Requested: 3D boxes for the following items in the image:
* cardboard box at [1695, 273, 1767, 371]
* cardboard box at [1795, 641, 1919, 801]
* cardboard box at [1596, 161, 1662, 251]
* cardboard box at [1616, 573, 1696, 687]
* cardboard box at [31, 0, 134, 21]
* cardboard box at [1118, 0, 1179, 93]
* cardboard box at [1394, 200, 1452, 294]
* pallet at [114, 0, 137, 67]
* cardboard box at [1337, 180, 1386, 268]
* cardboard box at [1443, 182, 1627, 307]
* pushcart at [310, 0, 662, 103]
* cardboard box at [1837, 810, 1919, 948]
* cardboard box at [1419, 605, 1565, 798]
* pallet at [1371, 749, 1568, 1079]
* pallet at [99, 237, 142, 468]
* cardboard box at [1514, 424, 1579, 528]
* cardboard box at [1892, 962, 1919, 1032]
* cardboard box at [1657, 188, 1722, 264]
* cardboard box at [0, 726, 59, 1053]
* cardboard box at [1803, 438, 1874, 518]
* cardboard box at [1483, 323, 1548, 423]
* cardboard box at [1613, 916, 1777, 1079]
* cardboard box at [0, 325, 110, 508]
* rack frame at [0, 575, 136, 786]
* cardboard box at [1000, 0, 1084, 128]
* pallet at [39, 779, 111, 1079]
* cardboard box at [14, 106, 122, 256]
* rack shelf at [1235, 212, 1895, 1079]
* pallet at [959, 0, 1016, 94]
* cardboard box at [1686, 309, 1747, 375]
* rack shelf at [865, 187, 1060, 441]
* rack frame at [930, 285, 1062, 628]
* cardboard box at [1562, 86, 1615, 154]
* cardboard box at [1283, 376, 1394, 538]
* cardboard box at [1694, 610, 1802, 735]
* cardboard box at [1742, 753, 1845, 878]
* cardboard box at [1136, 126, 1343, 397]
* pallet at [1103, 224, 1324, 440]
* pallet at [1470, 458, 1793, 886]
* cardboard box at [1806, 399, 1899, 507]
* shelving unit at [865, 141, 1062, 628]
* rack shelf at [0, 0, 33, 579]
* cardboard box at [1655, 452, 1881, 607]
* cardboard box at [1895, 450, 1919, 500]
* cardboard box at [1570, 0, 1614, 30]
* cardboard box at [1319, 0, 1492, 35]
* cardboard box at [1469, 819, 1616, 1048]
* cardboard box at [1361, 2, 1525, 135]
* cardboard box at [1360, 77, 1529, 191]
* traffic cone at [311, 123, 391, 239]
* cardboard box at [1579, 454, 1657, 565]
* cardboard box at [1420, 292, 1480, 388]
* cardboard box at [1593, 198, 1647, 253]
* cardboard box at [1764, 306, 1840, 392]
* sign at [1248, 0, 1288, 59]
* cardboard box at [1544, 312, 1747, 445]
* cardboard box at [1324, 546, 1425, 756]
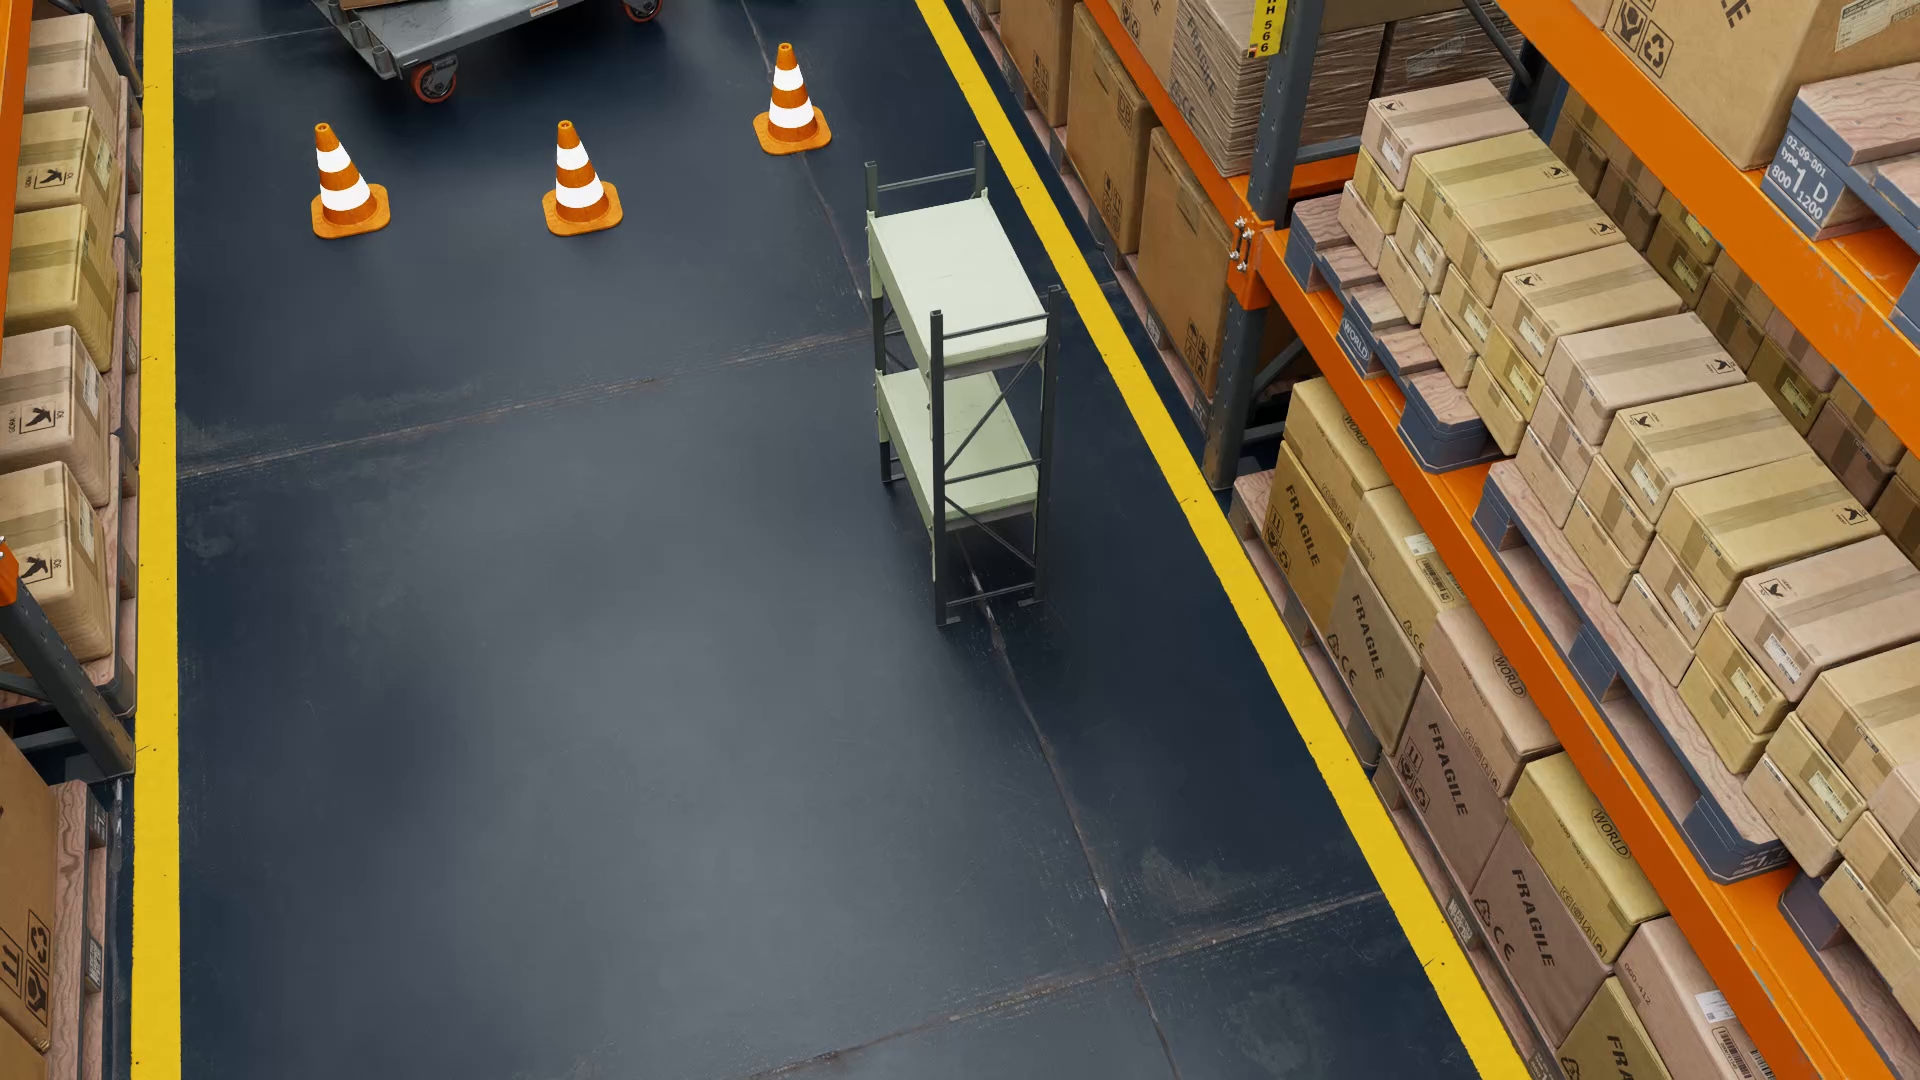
[{"bbox_3d":[2.249,-0.628,4.513,0.380,0.149,0.250,-13,51,-11],"label":"cardboard box"},{"bbox_3d":[2.009,0.364,3.482,0.380,0.149,0.250,-15,51,-12],"label":"cardboard box"},{"bbox_3d":[2.095,-1.003,4.828,0.380,0.149,0.250,-12,51,-10],"label":"cardboard box"},{"bbox_3d":[1.843,0.171,4.033,0.380,0.149,0.250,-15,51,-12],"label":"cardboard box"},{"bbox_3d":[-4.365,-2.774,8.151,0.500,0.250,0.500,-15,52,-13],"label":"cardboard box"},{"bbox_3d":[0.898,-1.970,5.883,0.500,0.500,0.500,-13,51,-11],"label":"cardboard box"},{"bbox_3d":[1.467,-0.859,4.707,0.380,0.149,0.250,-11,51,-9],"label":"cardboard box"},{"bbox_3d":[-4.680,-2.617,8.318,1.003,0.211,1.213,-13,51,-11],"label":"pallet"},{"bbox_3d":[1.373,-0.987,5.010,0.380,0.149,0.250,-14,51,-11],"label":"cardboard box"},{"bbox_3d":[1.536,-0.794,4.458,0.380,0.149,0.250,-14,51,-11],"label":"cardboard box"},{"bbox_3d":[-2.285,-2.740,8.313,1.648,0.377,0.936,-30,56,-23],"label":"pushcart"},{"bbox_3d":[2.075,0.648,3.437,0.380,0.149,0.250,-15,51,-12],"label":"cardboard box"},{"bbox_3d":[1.690,0.417,4.806,0.500,0.250,0.500,-13,51,-11],"label":"cardboard box"},{"bbox_3d":[2.020,1.054,5.223,1.003,0.211,1.213,-13,51,-11],"label":"pallet"},{"bbox_3d":[-3.852,-0.674,6.680,1.003,0.211,1.213,-13,51,-11],"label":"pallet"},{"bbox_3d":[1.695,-0.203,4.349,0.380,0.149,0.250,-12,51,-10],"label":"cardboard box"},{"bbox_3d":[2.161,0.945,3.381,0.380,0.149,0.250,-13,51,-11],"label":"cardboard box"},{"bbox_3d":[2.166,-0.921,4.565,0.380,0.149,0.250,-12,51,-10],"label":"cardboard box"},{"bbox_3d":[-3.140,0.961,4.593,0.875,0.875,0.875,-14,51,-11],"label":"cardboard box"},{"bbox_3d":[2.393,-0.165,4.317,0.380,0.149,0.250,-12,51,-10],"label":"cardboard box"},{"bbox_3d":[1.624,-0.481,4.388,0.380,0.149,0.250,-13,51,-11],"label":"cardboard box"},{"bbox_3d":[2.015,1.180,4.163,0.500,0.250,0.500,-11,51,-9],"label":"cardboard box"},{"bbox_3d":[-3.649,-0.352,6.029,0.950,0.372,0.625,-14,51,-12],"label":"cardboard box"},{"bbox_3d":[-3.265,-0.112,4.382,1.000,3.000,0.127,-13,51,-11],"label":"rack frame"},{"bbox_3d":[0.802,-2.498,7.591,1.050,0.750,0.750,-13,51,-11],"label":"cardboard box"},{"bbox_3d":[-3.104,1.380,4.949,1.003,0.211,1.213,-13,51,-11],"label":"pallet"},{"bbox_3d":[-4.075,-1.415,6.925,0.950,0.372,0.625,-10,51,-9],"label":"cardboard box"},{"bbox_3d":[2.025,0.388,4.432,1.077,0.370,4.000,-13,51,-11],"label":"rack shelf"},{"bbox_3d":[0.551,-2.781,8.456,1.003,0.211,1.213,-13,51,-11],"label":"pallet"},{"bbox_3d":[2.237,-0.550,4.642,0.380,0.149,0.250,-14,51,-11],"label":"cardboard box"},{"bbox_3d":[-0.002,-0.740,5.382,0.431,0.370,0.720,-13,51,-11],"label":"rack shelf"},{"bbox_3d":[0.106,-0.221,5.455,0.400,1.500,0.023,-13,51,-11],"label":"rack frame"},{"bbox_3d":[2.017,-1.297,4.882,0.380,0.149,0.250,-15,52,-12],"label":"cardboard box"},{"bbox_3d":[1.406,-0.318,5.426,0.500,0.250,0.500,-15,52,-13],"label":"cardboard box"},{"bbox_3d":[1.917,0.258,3.765,0.380,0.149,0.250,-13,51,-11],"label":"cardboard box"},{"bbox_3d":[1.999,0.560,3.706,0.380,0.149,0.250,-15,52,-13],"label":"cardboard box"},{"bbox_3d":[1.339,-1.180,6.480,1.050,0.750,0.750,-14,51,-11],"label":"cardboard box"},{"bbox_3d":[1.272,-0.999,6.954,1.003,0.211,1.213,-13,51,-11],"label":"pallet"},{"bbox_3d":[2.058,0.194,4.250,1.003,0.211,1.213,-13,51,-11],"label":"pallet"},{"bbox_3d":[2.398,-0.256,4.199,0.380,0.149,0.250,-12,51,-10],"label":"cardboard box"},{"bbox_3d":[-0.002,-0.488,5.681,0.431,1.500,0.755,-13,51,-11],"label":"shelving unit"},{"bbox_3d":[-3.857,-1.341,5.889,1.077,0.370,4.000,-13,51,-11],"label":"rack shelf"},{"bbox_3d":[1.846,-0.027,3.811,0.380,0.149,0.250,-14,51,-11],"label":"cardboard box"},{"bbox_3d":[2.473,-0.161,3.925,0.380,0.149,0.250,-12,51,-10],"label":"cardboard box"},{"bbox_3d":[1.503,-1.463,3.494,0.500,0.500,0.500,-13,51,-11],"label":"cardboard box"},{"bbox_3d":[1.310,-1.989,5.246,0.700,0.500,0.500,-14,51,-11],"label":"cardboard box"},{"bbox_3d":[1.858,1.053,4.761,0.500,0.500,0.500,-14,51,-12],"label":"cardboard box"},{"bbox_3d":[1.559,-1.726,5.678,0.500,0.500,0.500,-13,51,-11],"label":"cardboard box"},{"bbox_3d":[1.386,-1.166,4.772,0.380,0.149,0.250,-13,51,-11],"label":"cardboard box"},{"bbox_3d":[-2.744,-1.627,7.319,0.336,0.463,0.334,-13,51,-11],"label":"traffic cone"},{"bbox_3d":[1.767,-0.116,4.081,0.380,0.149,0.250,-14,51,-11],"label":"cardboard box"},{"bbox_3d":[1.533,-0.594,4.678,0.380,0.149,0.250,-11,51,-9],"label":"cardboard box"},{"bbox_3d":[2.090,-0.921,4.954,0.380,0.149,0.250,-13,51,-11],"label":"cardboard box"},{"bbox_3d":[2.314,-0.550,4.252,0.380,0.149,0.250,-13,51,-11],"label":"cardboard box"},{"bbox_3d":[0.904,-1.550,4.838,0.100,0.325,0.005,-13,51,-11],"label":"sign"},{"bbox_3d":[1.695,-0.403,4.128,0.380,0.149,0.250,-11,51,-9],"label":"cardboard box"},{"bbox_3d":[1.551,0.306,5.390,0.500,0.500,0.500,-13,51,-11],"label":"cardboard box"}]
